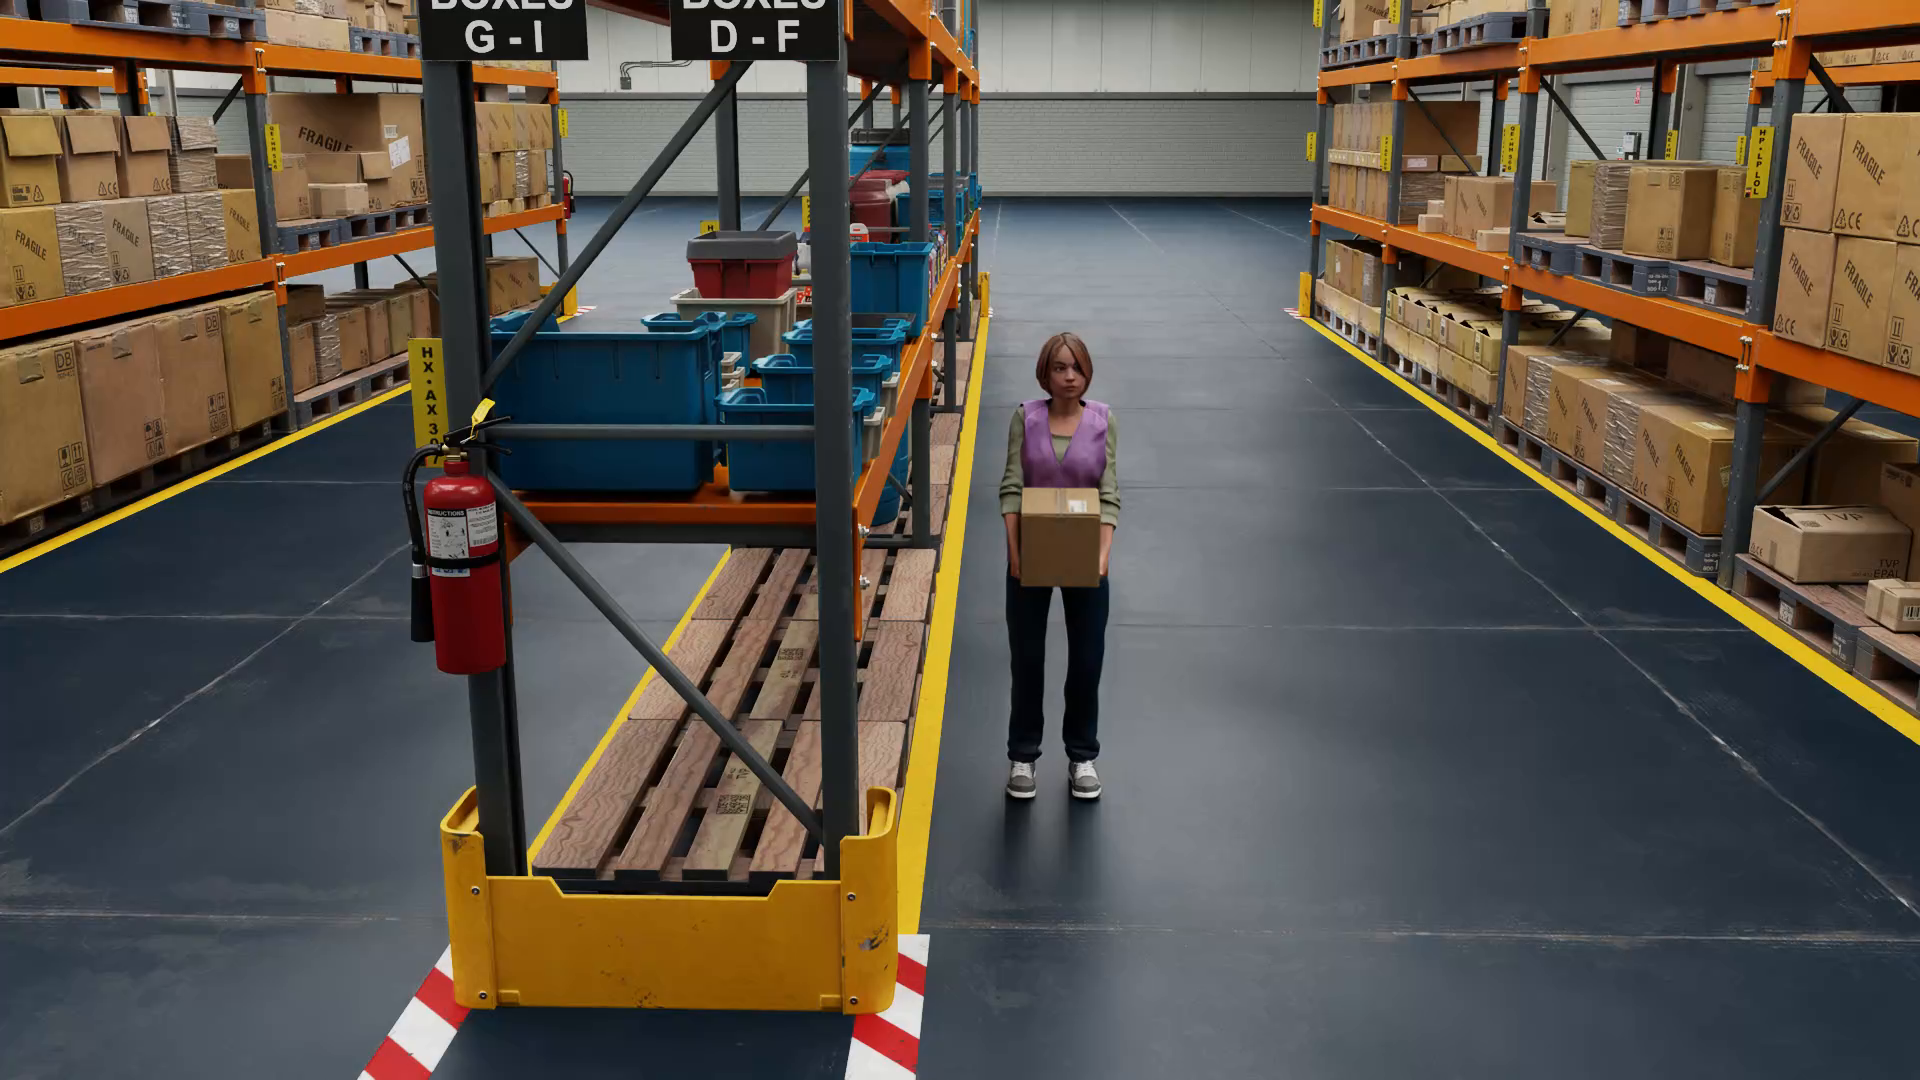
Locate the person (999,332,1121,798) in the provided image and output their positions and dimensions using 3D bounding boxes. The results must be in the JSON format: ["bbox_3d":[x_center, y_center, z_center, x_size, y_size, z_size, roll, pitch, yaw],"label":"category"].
[{"bbox_3d":[0.331,0.114,5.584,0.405,1.593,0.489,1,14,2],"label":"person"}]
